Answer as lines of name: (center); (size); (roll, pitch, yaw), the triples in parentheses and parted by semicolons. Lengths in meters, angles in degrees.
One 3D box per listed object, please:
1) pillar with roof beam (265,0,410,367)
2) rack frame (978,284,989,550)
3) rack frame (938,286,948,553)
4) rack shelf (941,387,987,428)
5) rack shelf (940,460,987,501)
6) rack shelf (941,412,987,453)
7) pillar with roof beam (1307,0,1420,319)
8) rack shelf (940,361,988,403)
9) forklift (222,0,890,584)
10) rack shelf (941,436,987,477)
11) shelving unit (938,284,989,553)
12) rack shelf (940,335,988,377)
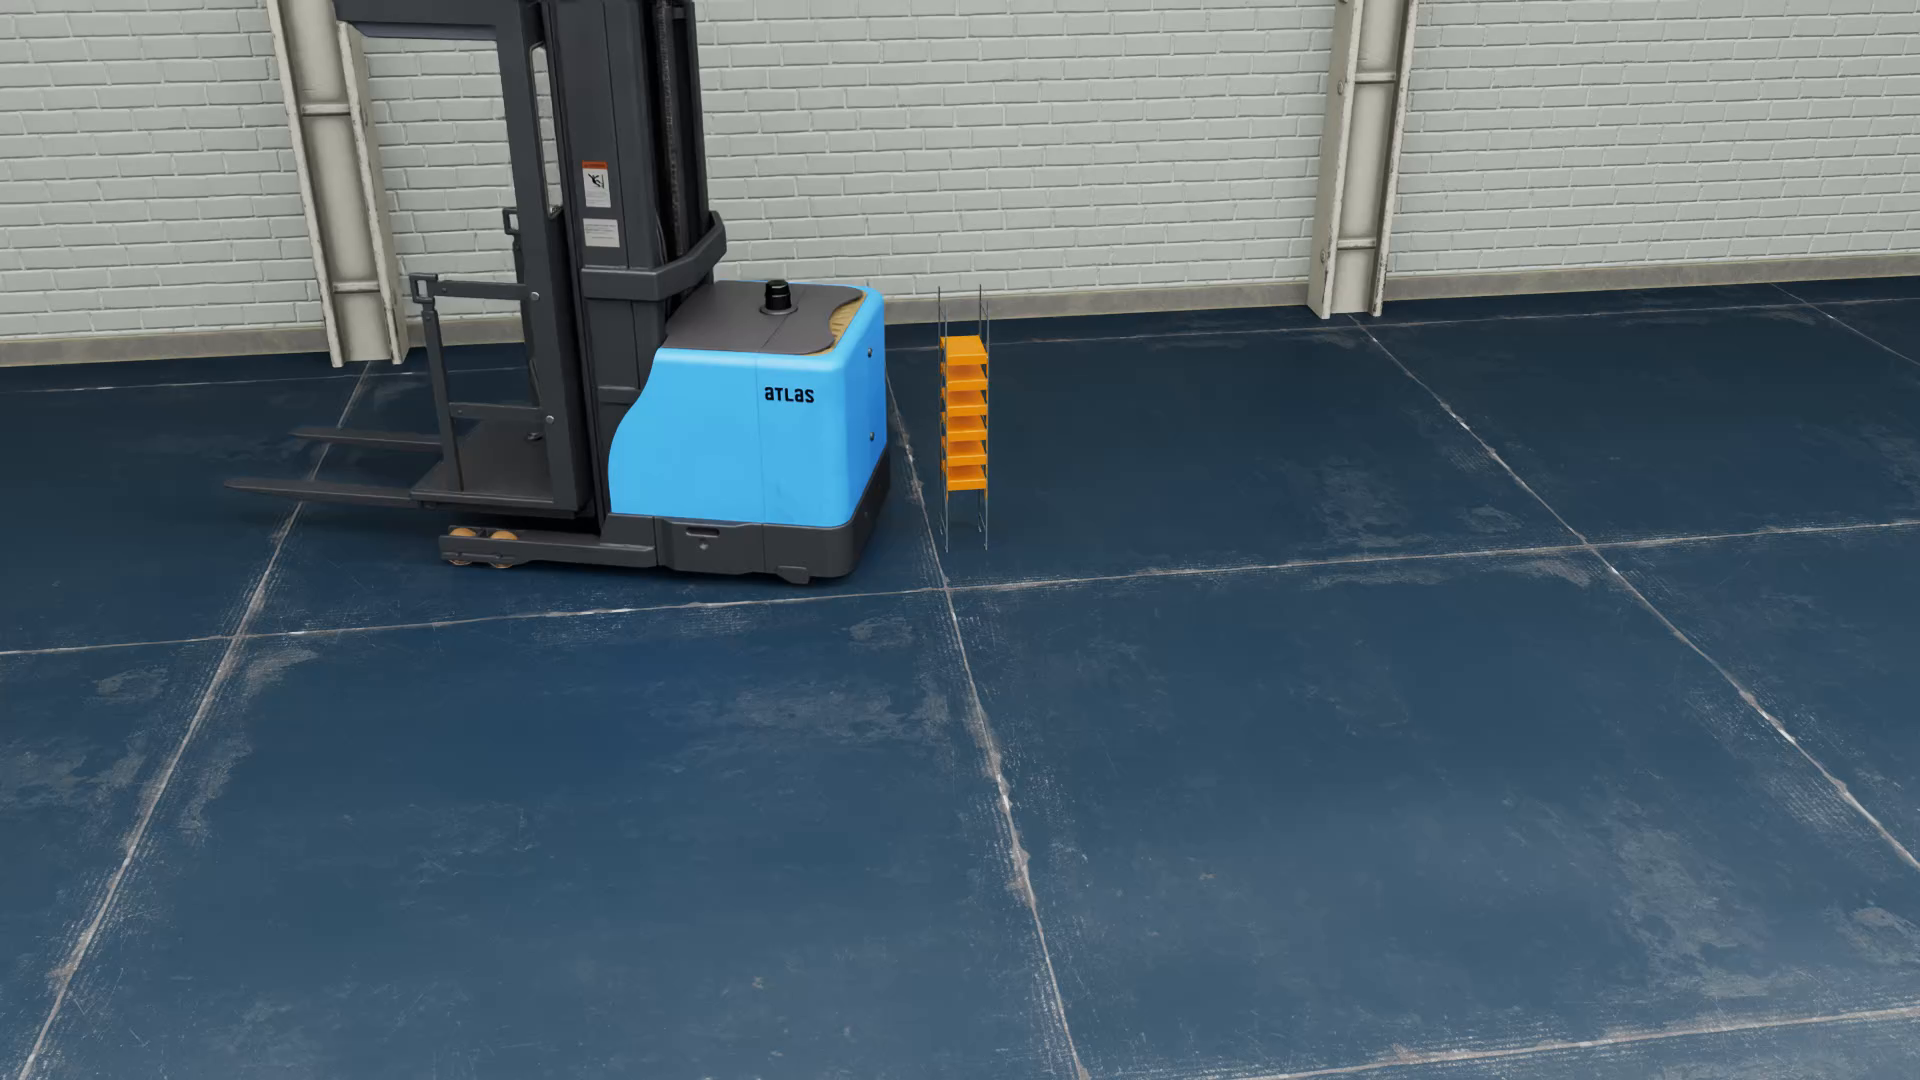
pillar with roof beam: (-2.894, -3.150, 4.032); (0.400, 9.000, 9.100); (-4, 27, -7)
rack frame: (0.105, -0.541, 7.489); (0.006, 1.200, 0.240); (-4, 27, -7)
rack frame: (-0.076, -0.529, 7.467); (0.006, 1.200, 0.240); (-4, 27, -7)
rack shelf: (0.014, -0.602, 7.443); (0.180, 0.103, 0.258); (-4, 27, -7)
rack shelf: (0.014, -0.282, 7.608); (0.180, 0.103, 0.258); (-4, 27, -7)
rack shelf: (0.014, -0.495, 7.498); (0.180, 0.103, 0.258); (-4, 27, -7)
pillar with roof beam: (3.048, -3.532, 4.776); (0.400, 9.000, 9.100); (-4, 27, -7)
rack shelf: (0.014, -0.709, 7.389); (0.180, 0.103, 0.258); (-4, 27, -7)
forklift: (-1.901, -1.408, 7.284); (3.031, 2.935, 1.130); (4, 27, 8)
rack shelf: (0.014, -0.388, 7.553); (0.180, 0.103, 0.258); (-4, 27, -7)
shelving unit: (0.014, -0.535, 7.478); (0.189, 1.200, 0.258); (-4, 27, -7)
rack shelf: (0.014, -0.816, 7.334); (0.180, 0.103, 0.258); (-4, 27, -7)
